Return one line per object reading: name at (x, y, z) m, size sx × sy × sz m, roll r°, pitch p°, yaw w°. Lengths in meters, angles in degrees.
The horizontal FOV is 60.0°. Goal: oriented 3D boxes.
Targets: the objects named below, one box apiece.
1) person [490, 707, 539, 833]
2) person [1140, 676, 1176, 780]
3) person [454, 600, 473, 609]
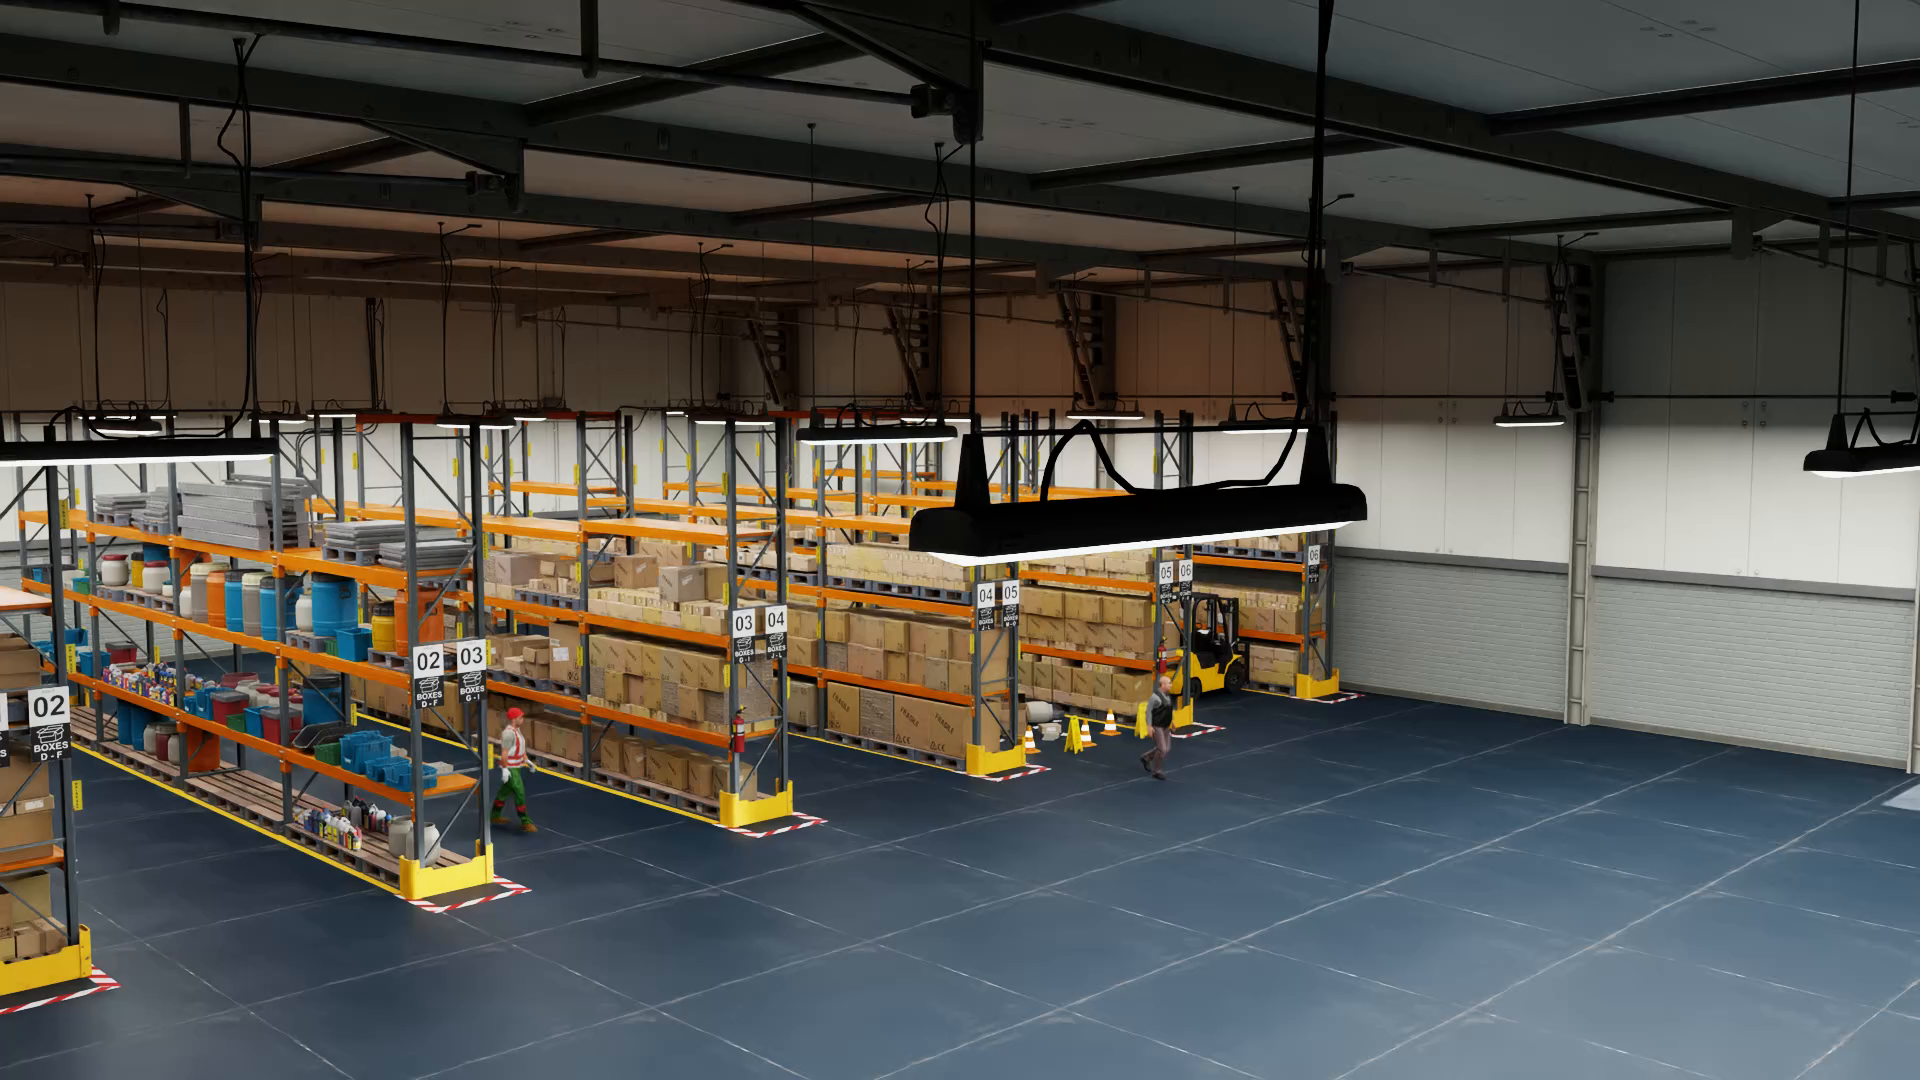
person at (-6.512, 3.342, 24.327) m, size 0.882 × 1.798 × 0.636 m, roll 1°, pitch 5°, yaw 14°
person at (3.221, 3.095, 27.616) m, size 0.611 × 1.705 × 0.601 m, roll 3°, pitch 6°, yaw 34°
person at (-12.003, 1.999, 40.244) m, size 0.441 × 1.649 × 0.742 m, roll 1°, pitch 5°, yaw 6°
